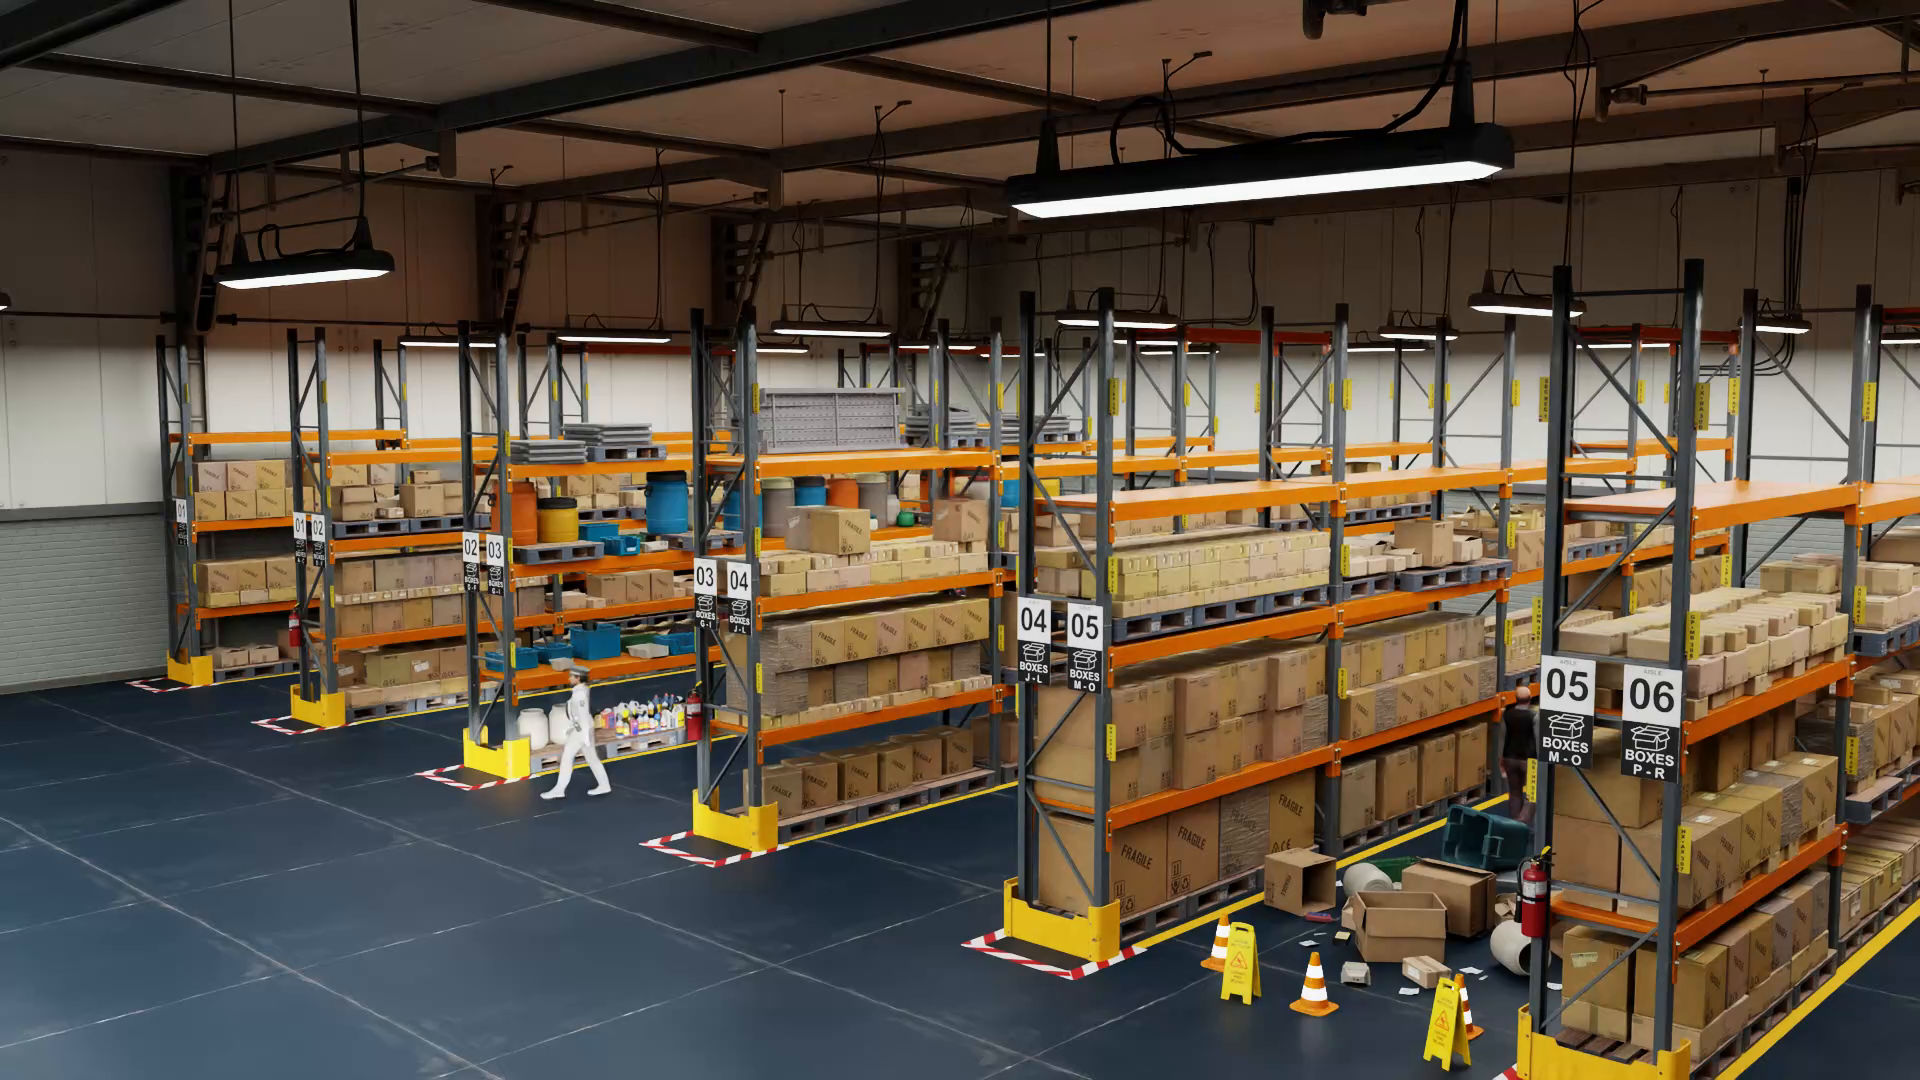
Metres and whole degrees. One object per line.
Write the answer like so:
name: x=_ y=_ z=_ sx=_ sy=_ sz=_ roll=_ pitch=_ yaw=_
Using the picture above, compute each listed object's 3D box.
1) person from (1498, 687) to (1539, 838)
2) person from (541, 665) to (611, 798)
person: x=6.410 y=2.534 z=18.984 sx=0.566 sy=1.720 sz=0.537 roll=5 pitch=7 yaw=42
person: x=-4.804 y=2.378 z=20.801 sx=0.824 sy=1.652 sz=0.504 roll=0 pitch=5 yaw=-2
